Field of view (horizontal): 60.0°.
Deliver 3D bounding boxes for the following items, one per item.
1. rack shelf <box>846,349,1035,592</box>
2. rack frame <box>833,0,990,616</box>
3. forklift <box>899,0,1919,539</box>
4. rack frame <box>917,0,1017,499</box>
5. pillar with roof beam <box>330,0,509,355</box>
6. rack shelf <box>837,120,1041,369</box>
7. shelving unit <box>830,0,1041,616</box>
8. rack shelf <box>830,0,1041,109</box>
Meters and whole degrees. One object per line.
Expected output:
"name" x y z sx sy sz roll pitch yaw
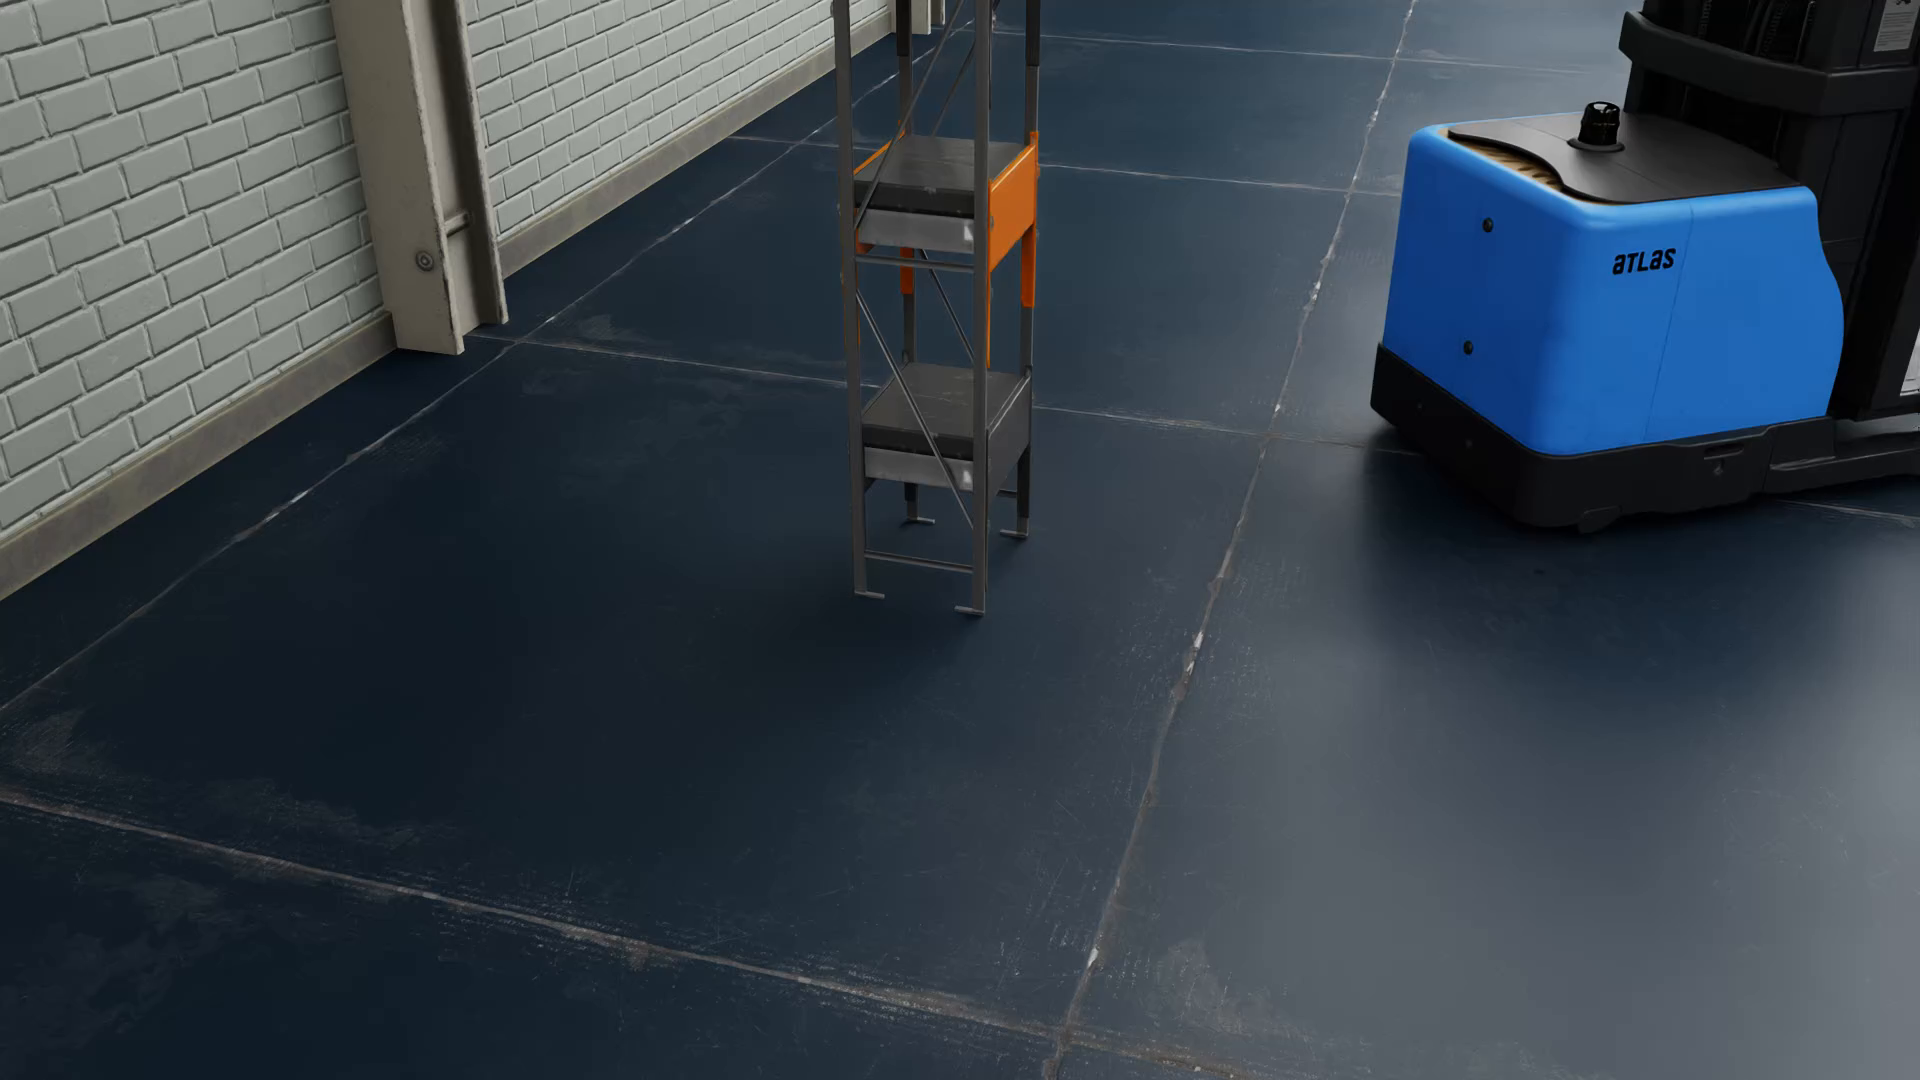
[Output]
"rack shelf" -0.049 -0.217 4.948 0.431 0.518 0.480 8 30 15
"rack frame" -0.120 -0.727 4.397 0.400 2.100 0.015 8 30 15
"forklift" 2.199 -1.578 5.072 4.810 2.935 1.130 -9 30 -15
"rack frame" 0.022 -0.954 4.805 0.380 1.831 0.006 8 30 15
"pillar with roof beam" 2.043 -4.162 3.474 9.100 9.000 0.400 8 30 15
"rack shelf" -0.049 -0.829 4.608 0.431 0.518 0.480 8 30 15
"shelving unit" -0.049 -0.840 4.599 0.431 2.100 0.499 8 30 15
"rack shelf" -0.049 -1.440 4.268 0.431 0.518 0.480 8 30 15
